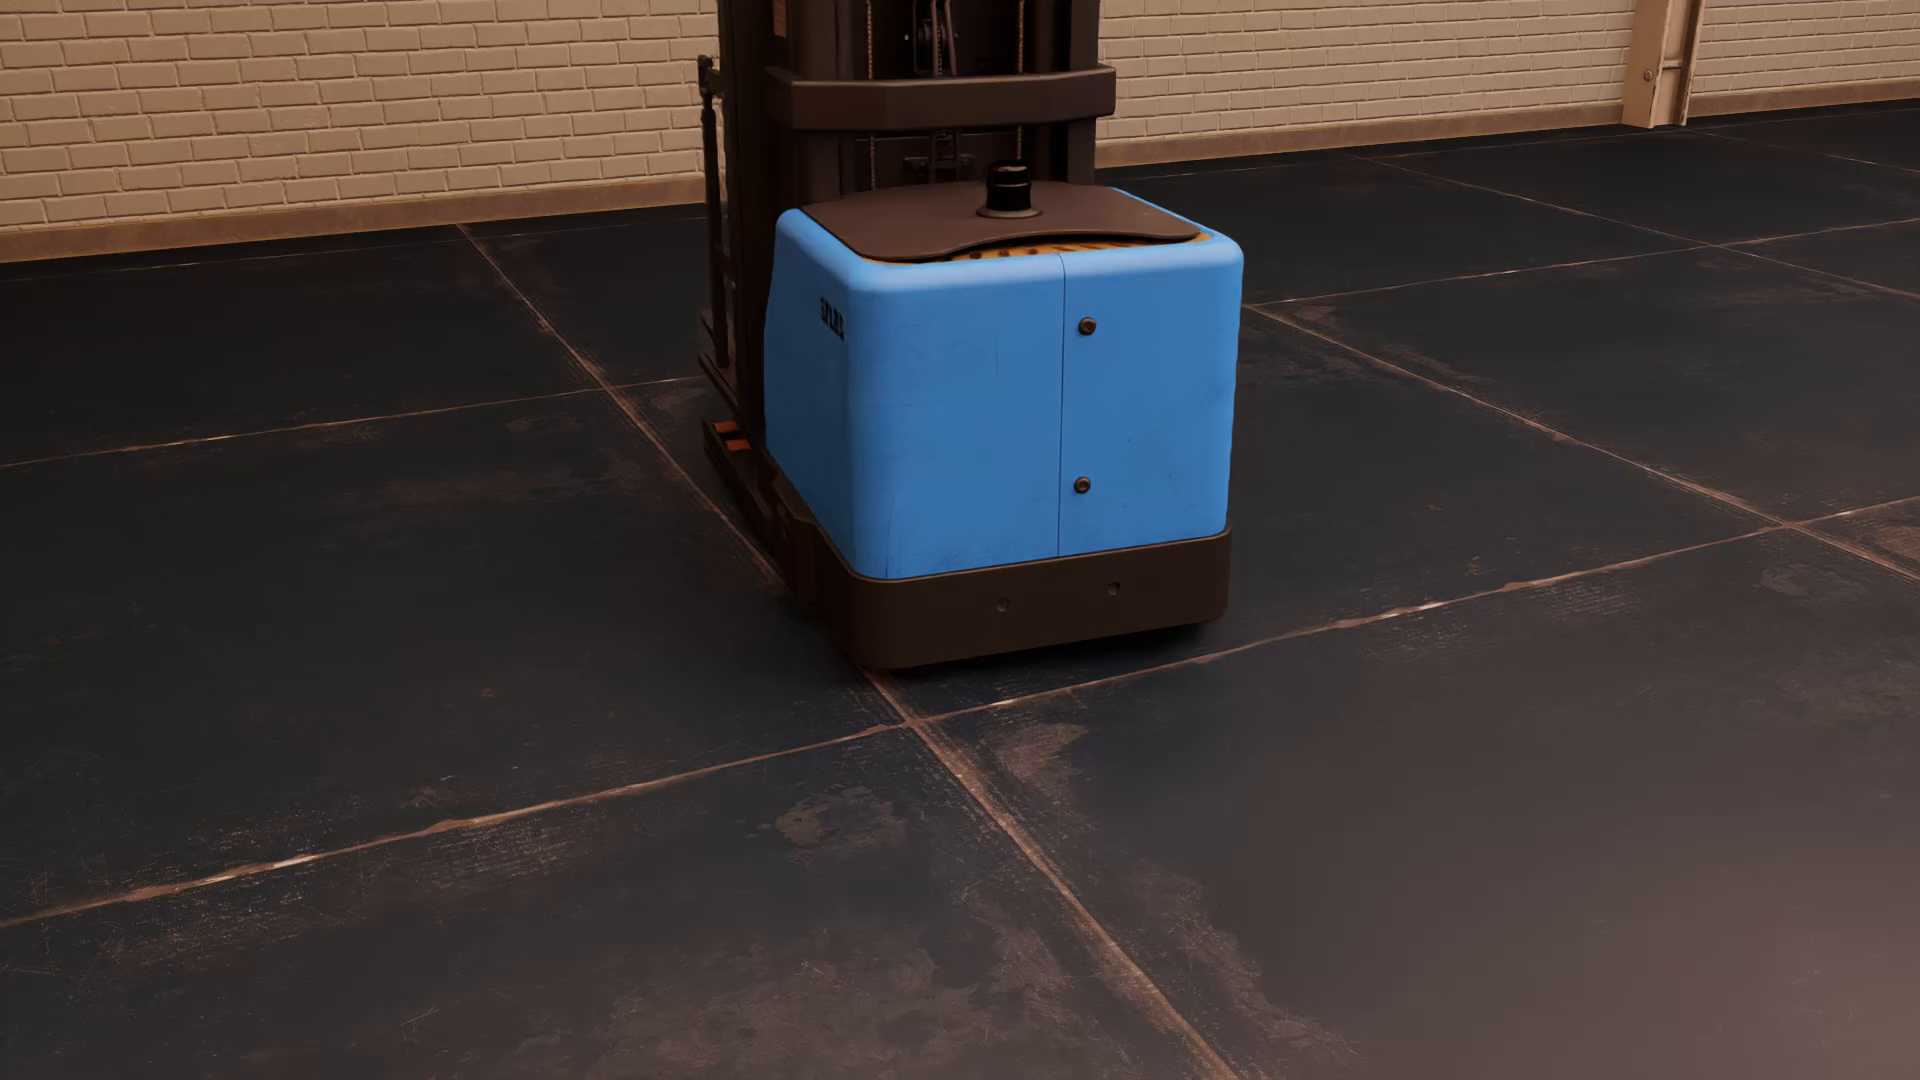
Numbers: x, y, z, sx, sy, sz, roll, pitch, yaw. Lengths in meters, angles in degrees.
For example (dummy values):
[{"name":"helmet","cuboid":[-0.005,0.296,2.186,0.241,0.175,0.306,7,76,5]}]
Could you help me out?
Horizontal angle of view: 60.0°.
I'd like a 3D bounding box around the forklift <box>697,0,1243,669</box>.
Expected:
[{"name":"forklift","cuboid":[-0.241,-1.567,5.059,1.130,2.935,3.031,-8,24,-17]}]
